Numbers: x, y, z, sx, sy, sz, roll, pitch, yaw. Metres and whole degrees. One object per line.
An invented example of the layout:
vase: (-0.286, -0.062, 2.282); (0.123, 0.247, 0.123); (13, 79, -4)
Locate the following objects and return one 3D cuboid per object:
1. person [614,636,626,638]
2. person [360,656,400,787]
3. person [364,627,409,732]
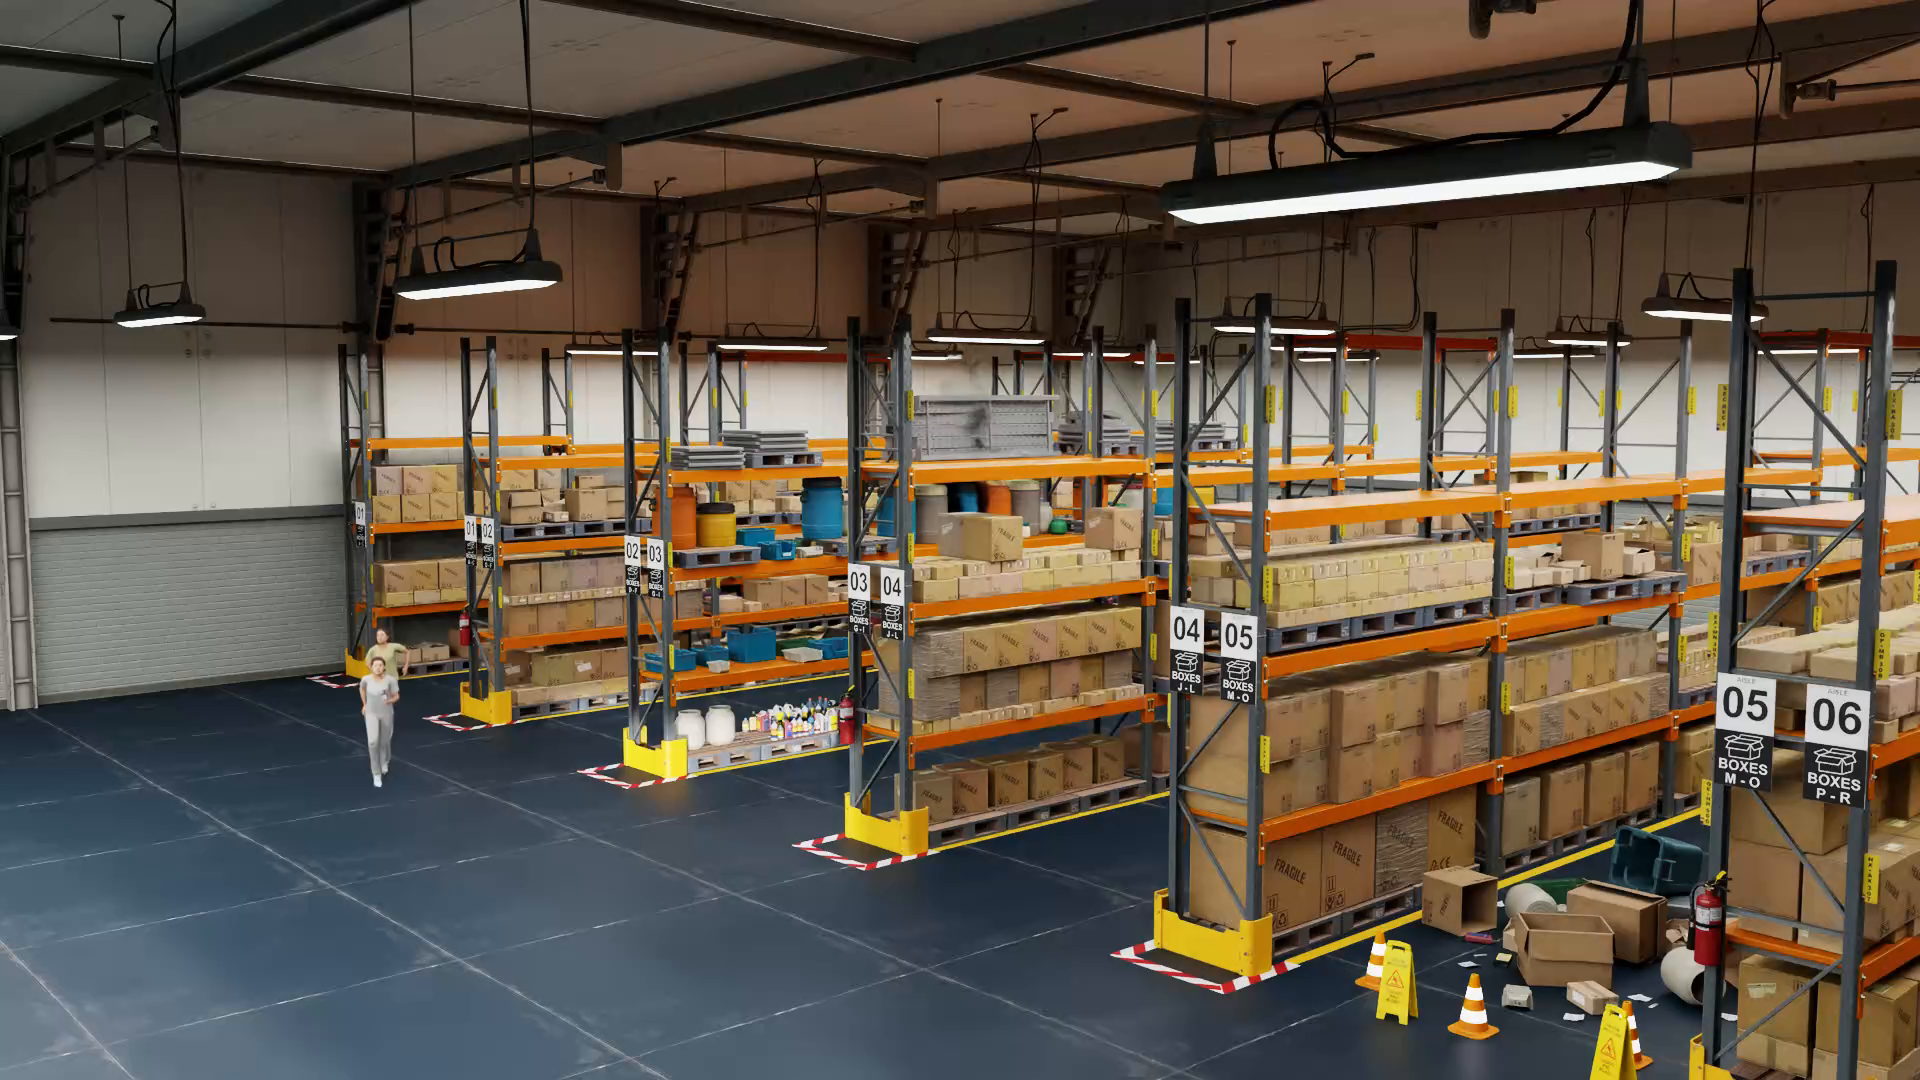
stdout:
person: (-6.094, 1.610, 29.809); (0.717, 1.811, 0.674); (-5, 7, -41)
person: (-7.694, 2.369, 22.074); (0.494, 1.709, 0.880); (-2, 5, -21)
person: (-8.501, 2.125, 24.690); (0.582, 1.692, 0.849); (0, 5, -3)
